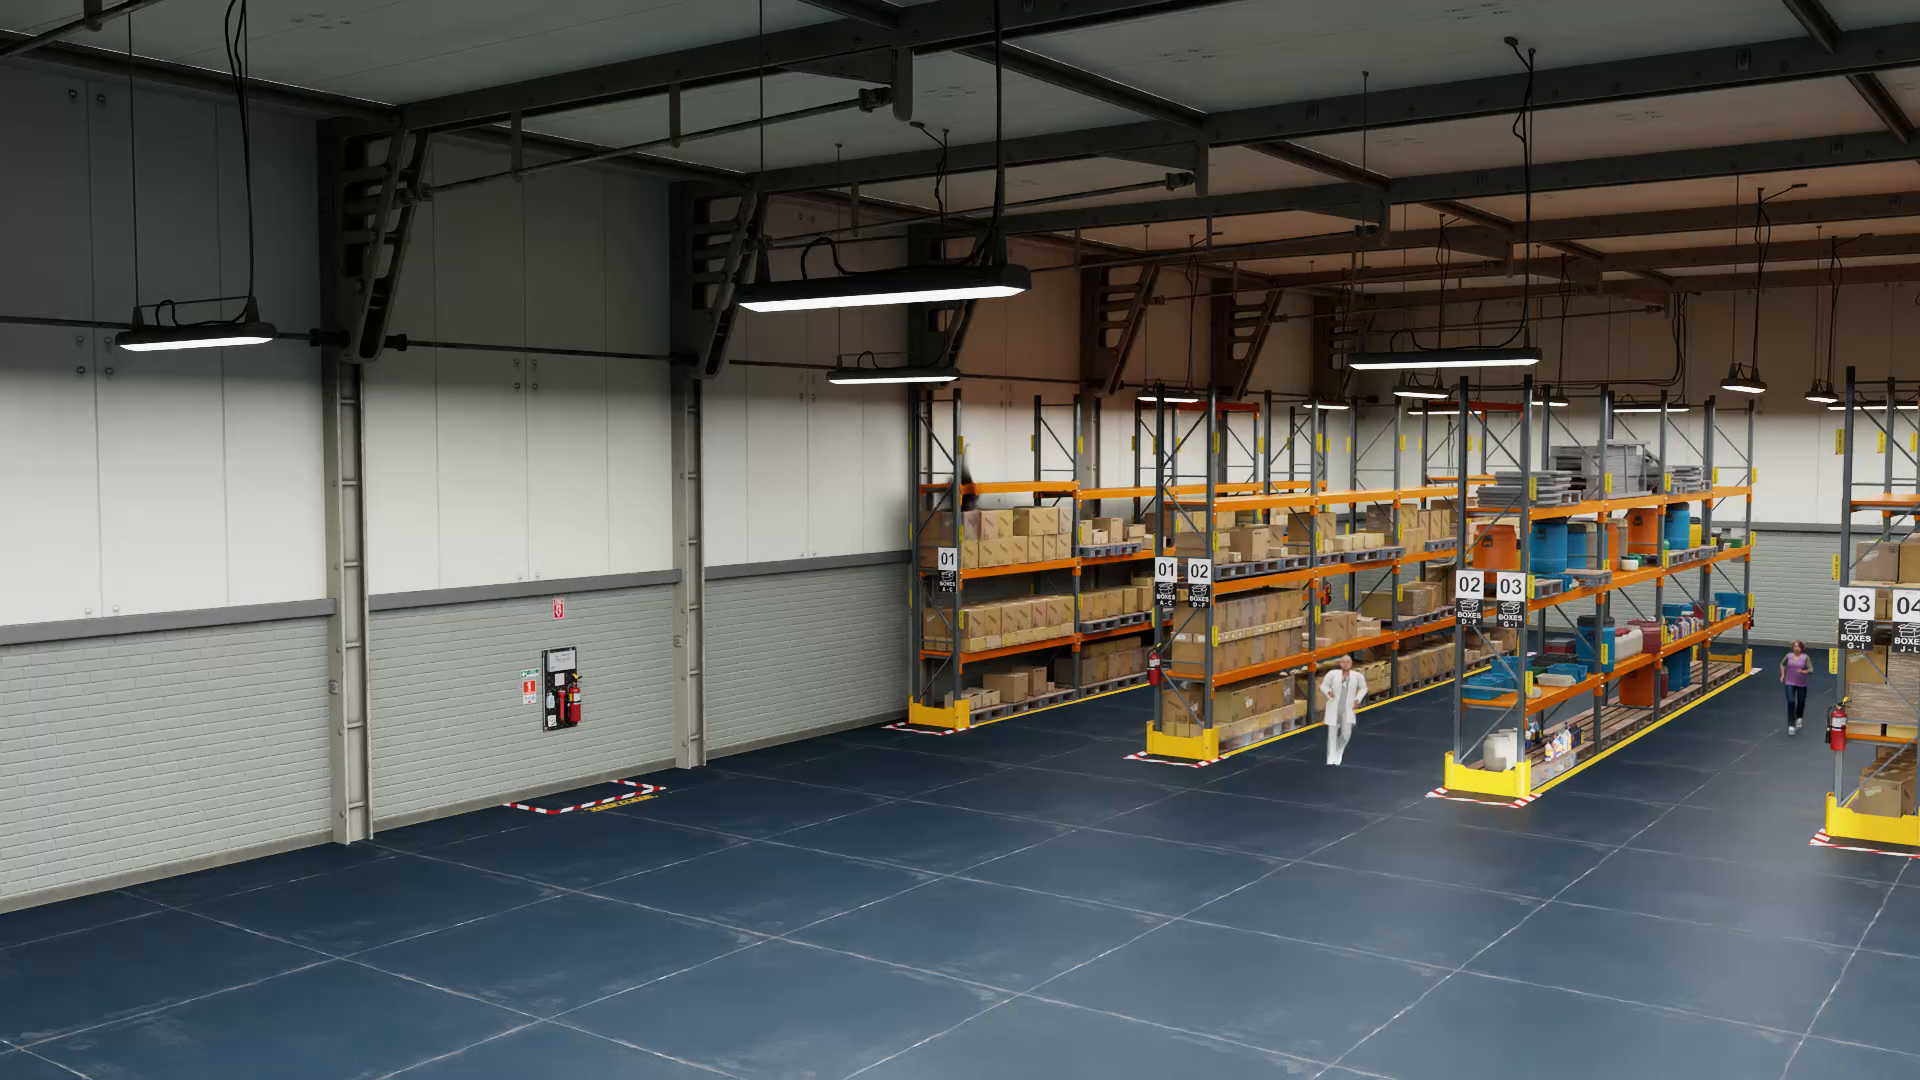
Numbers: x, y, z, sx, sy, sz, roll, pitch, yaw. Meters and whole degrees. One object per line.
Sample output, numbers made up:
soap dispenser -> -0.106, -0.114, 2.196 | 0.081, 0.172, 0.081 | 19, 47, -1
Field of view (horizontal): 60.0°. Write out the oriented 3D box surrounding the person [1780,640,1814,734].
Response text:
person -> 14.541, 2.533, 28.910 | 0.520, 1.593, 0.887 | 2, 4, 25

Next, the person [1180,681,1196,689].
person -> 4.266, 2.424, 30.466 | 0.569, 1.719, 0.698 | 2, 4, 29

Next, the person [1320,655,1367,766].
person -> 5.968, 2.706, 25.842 | 0.730, 1.667, 0.680 | 1, 3, 9
